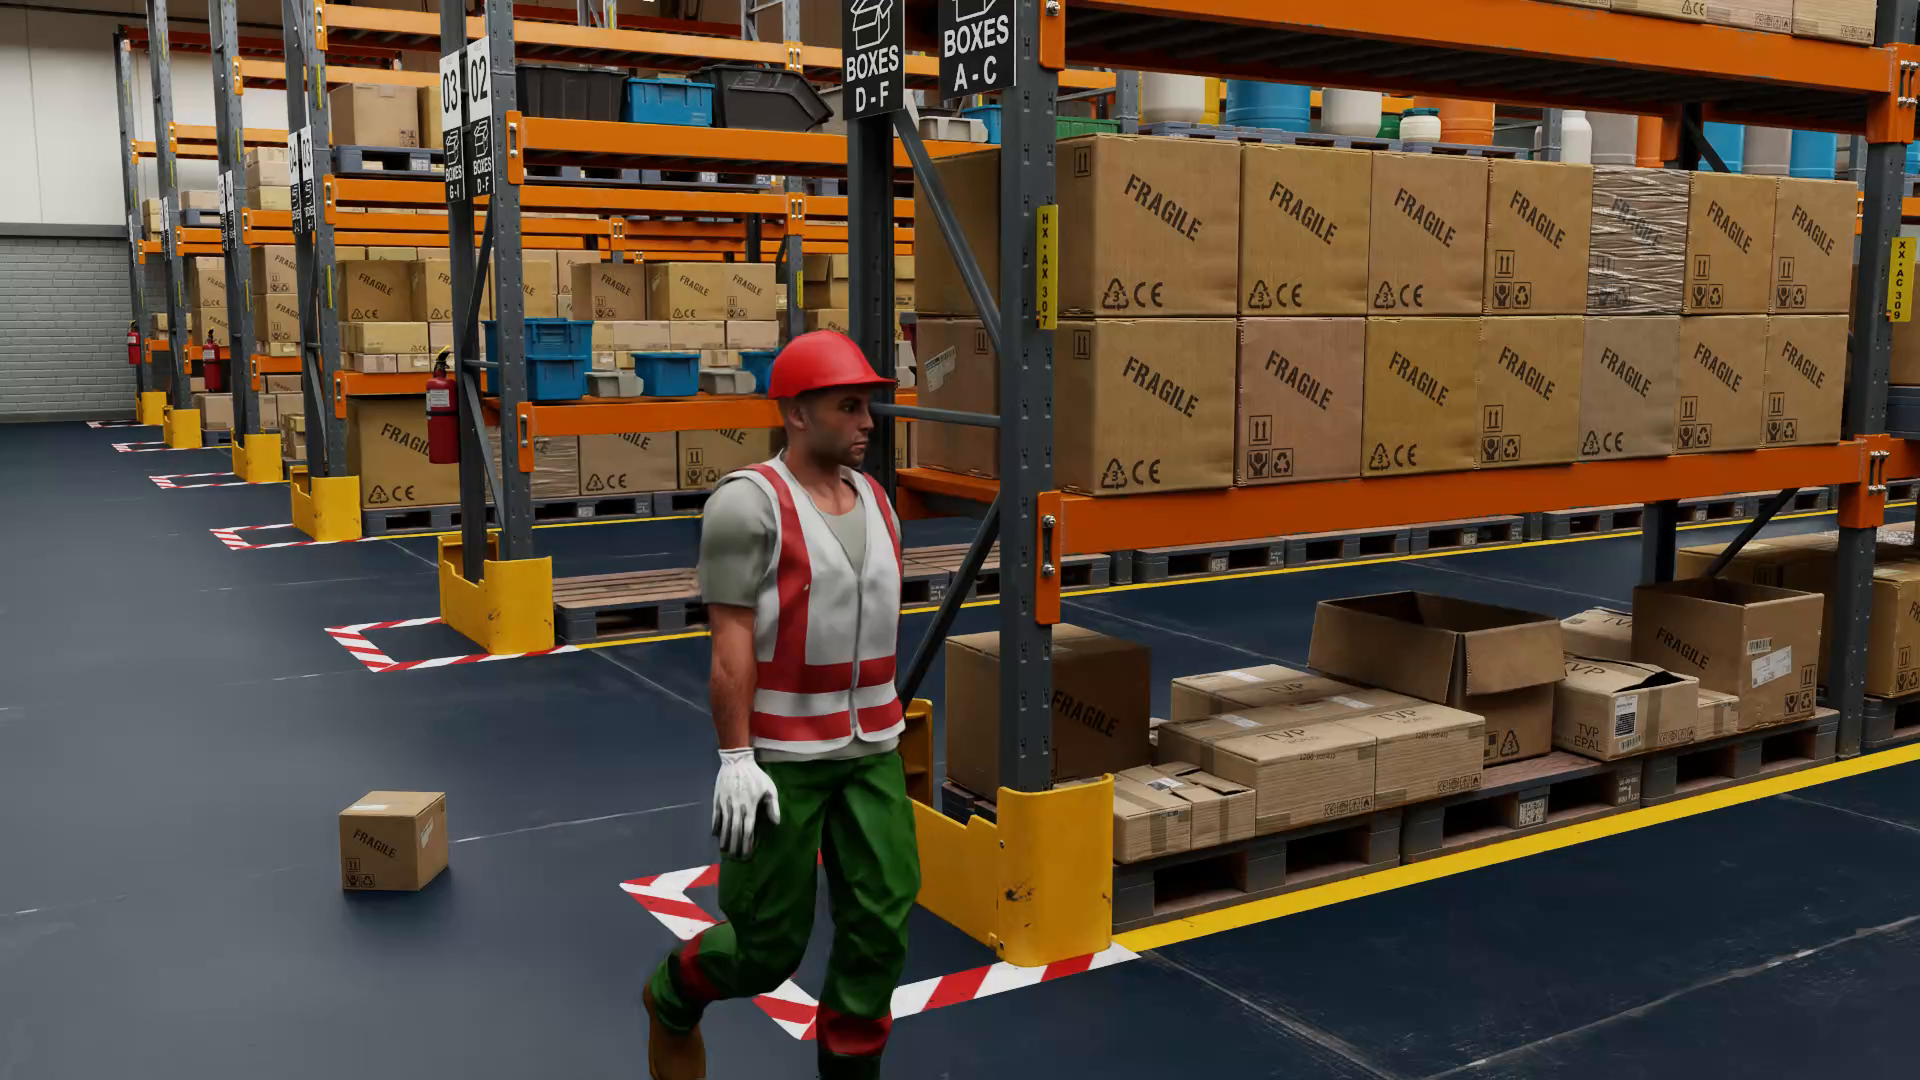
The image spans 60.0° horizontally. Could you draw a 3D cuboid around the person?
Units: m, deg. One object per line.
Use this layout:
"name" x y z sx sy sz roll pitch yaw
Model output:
"person" -0.331 0.443 3.534 0.569 1.762 0.764 -7 11 -41
